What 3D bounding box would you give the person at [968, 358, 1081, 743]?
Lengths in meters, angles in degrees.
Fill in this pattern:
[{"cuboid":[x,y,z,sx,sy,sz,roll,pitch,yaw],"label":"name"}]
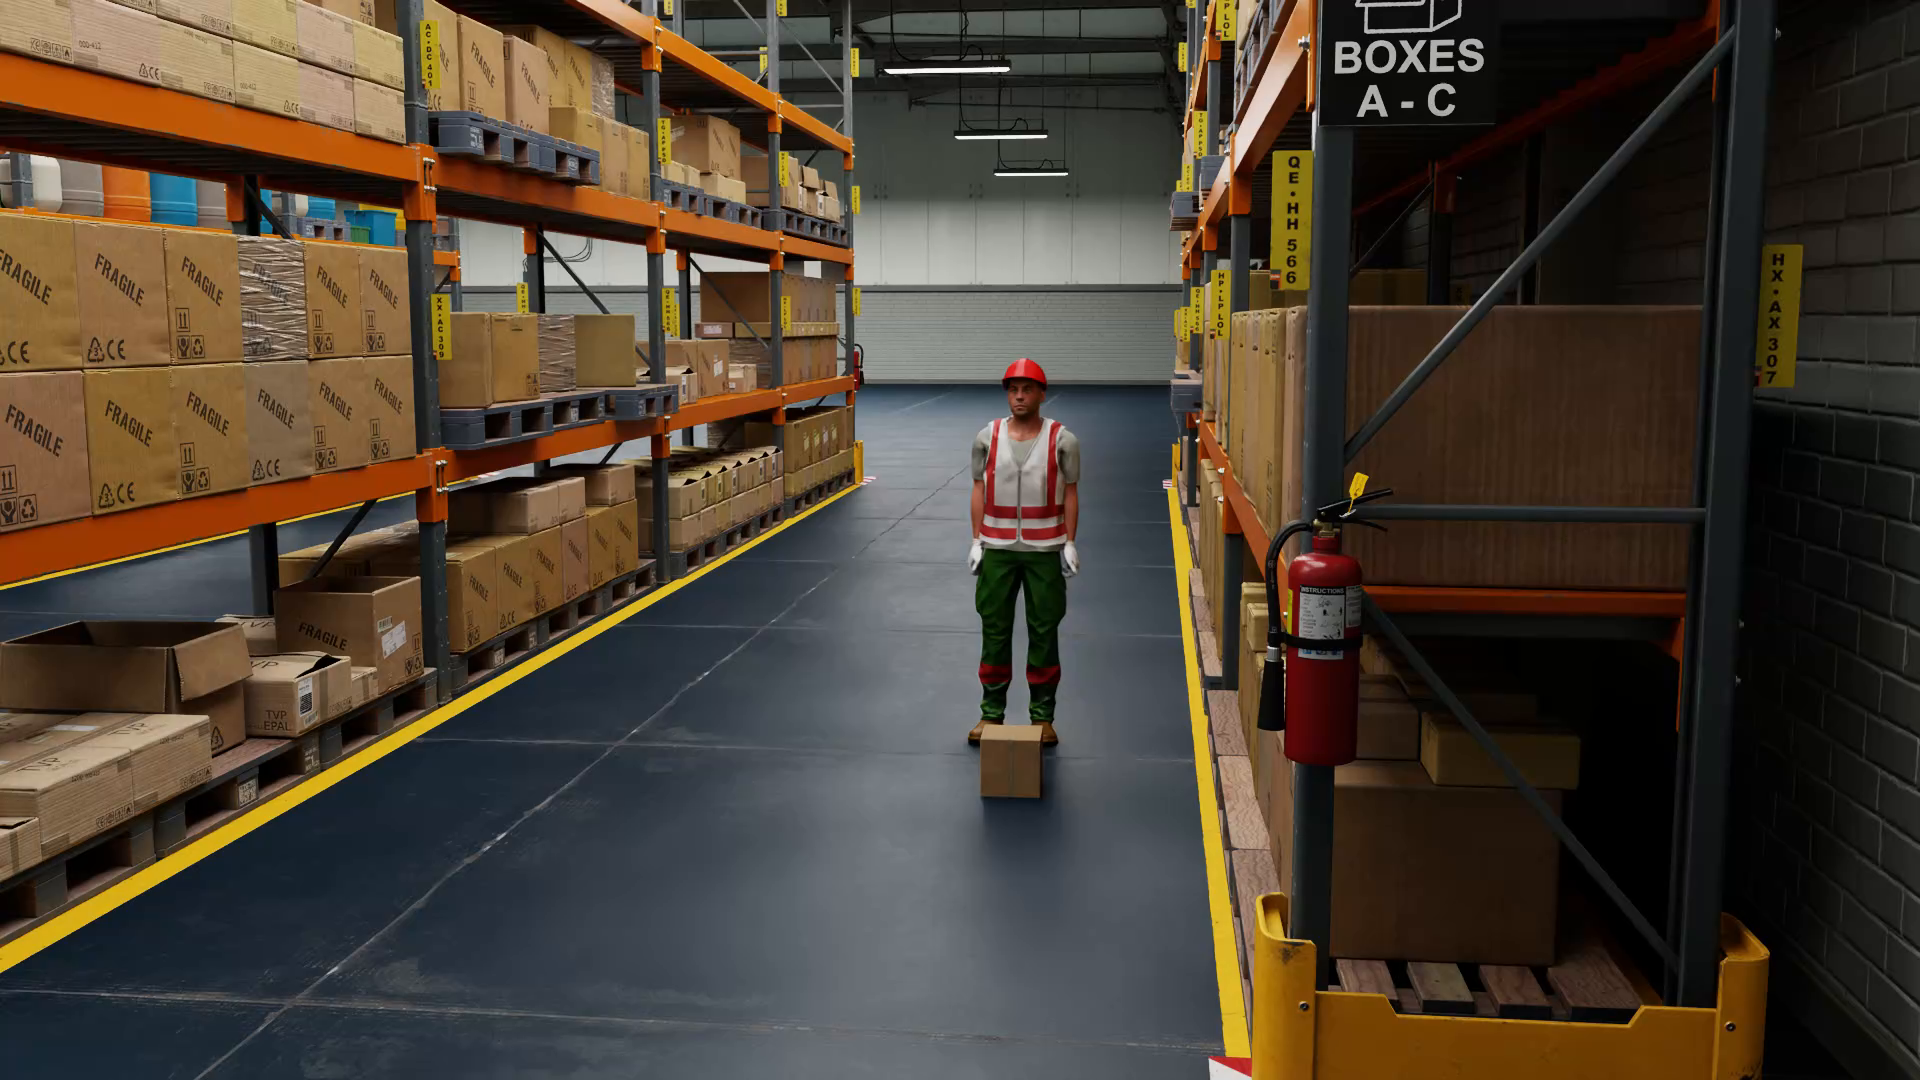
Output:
[{"cuboid":[0.297,0.053,7.777,0.526,1.796,0.364,1,8,7],"label":"person"}]
